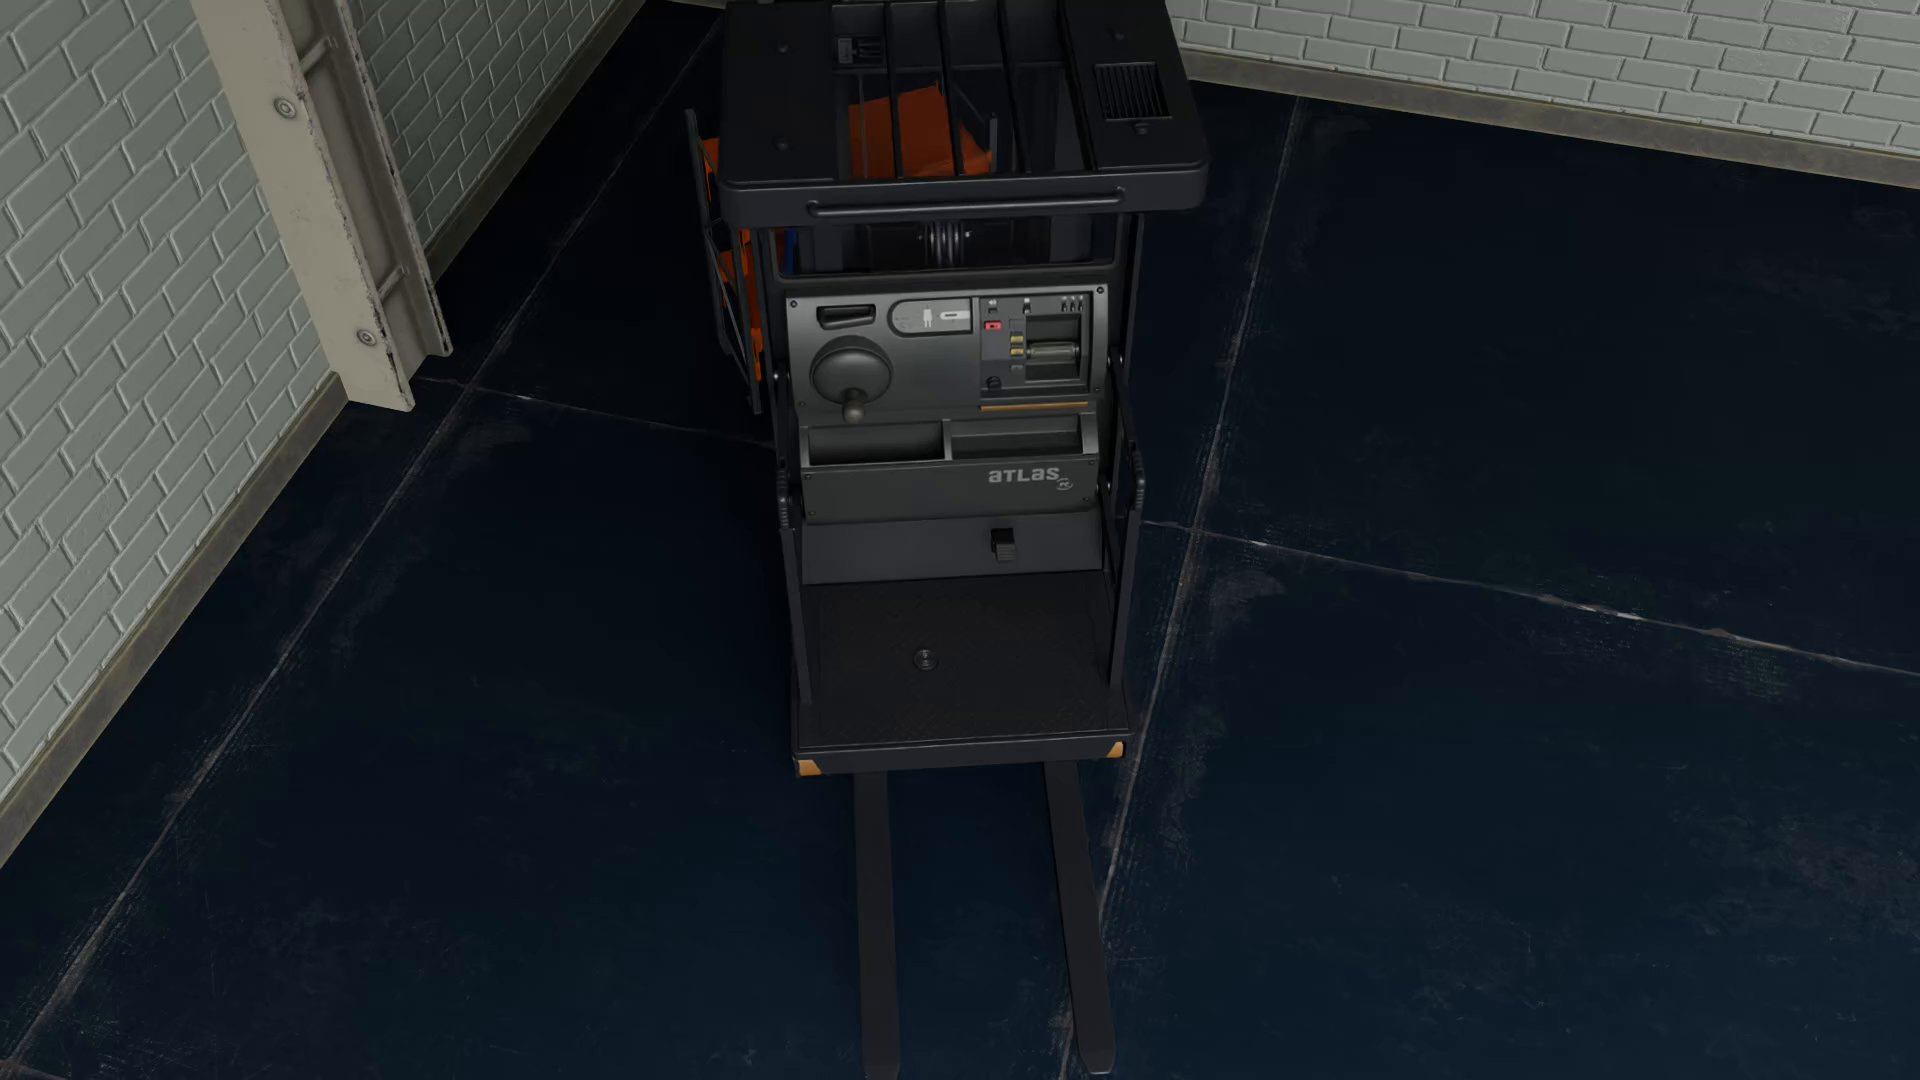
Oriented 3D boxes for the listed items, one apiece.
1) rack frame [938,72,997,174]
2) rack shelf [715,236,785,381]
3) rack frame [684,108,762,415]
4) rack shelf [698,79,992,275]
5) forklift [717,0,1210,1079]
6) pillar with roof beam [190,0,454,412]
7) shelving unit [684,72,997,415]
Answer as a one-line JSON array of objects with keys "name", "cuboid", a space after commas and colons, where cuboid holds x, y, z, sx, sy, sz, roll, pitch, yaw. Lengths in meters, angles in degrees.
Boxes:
[{"name": "rack frame", "cuboid": [0.026, -1.352, 6.693, 0.032, 1.125, 0.500, -18, 51, -15]}, {"name": "rack shelf", "cuboid": [-0.441, -1.040, 6.744, 1.000, 0.278, 0.538, -18, 51, -15]}, {"name": "rack frame", "cuboid": [-0.909, -1.053, 6.429, 0.032, 1.125, 0.500, -18, 51, -15]}, {"name": "rack shelf", "cuboid": [-0.441, -1.396, 6.341, 1.000, 0.278, 0.538, -18, 51, -15]}, {"name": "forklift", "cuboid": [-0.017, -0.450, 4.692, 1.130, 2.935, 3.031, -3, 49, -3]}, {"name": "pillar with roof beam", "cuboid": [1.837, -2.818, 2.735, 9.100, 9.000, 0.400, 12, 50, 10]}, {"name": "shelving unit", "cuboid": [-0.441, -1.202, 6.561, 1.048, 1.125, 0.538, -18, 51, -15]}]
